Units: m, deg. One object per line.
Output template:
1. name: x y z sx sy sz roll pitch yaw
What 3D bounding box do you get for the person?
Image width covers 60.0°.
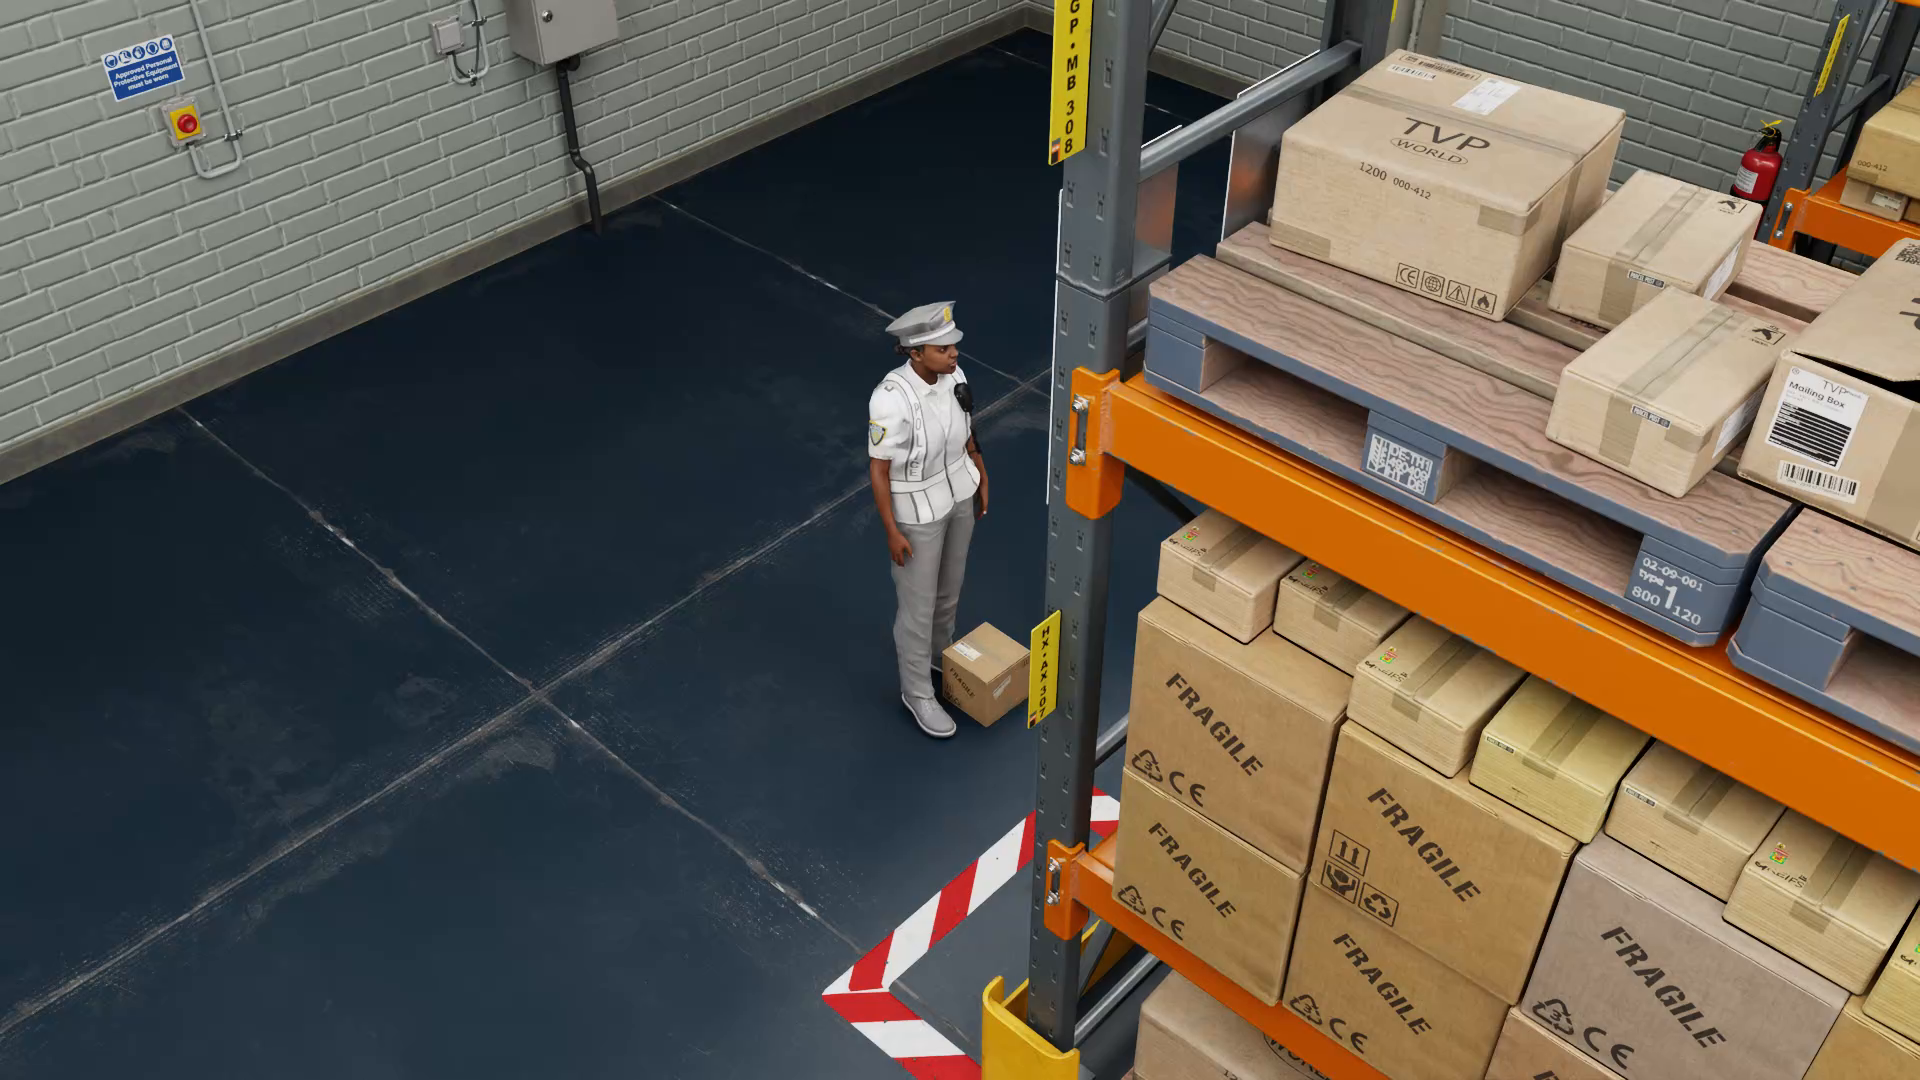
1. person: -0.069 -0.100 6.235 0.528 1.696 0.569 30 48 31
